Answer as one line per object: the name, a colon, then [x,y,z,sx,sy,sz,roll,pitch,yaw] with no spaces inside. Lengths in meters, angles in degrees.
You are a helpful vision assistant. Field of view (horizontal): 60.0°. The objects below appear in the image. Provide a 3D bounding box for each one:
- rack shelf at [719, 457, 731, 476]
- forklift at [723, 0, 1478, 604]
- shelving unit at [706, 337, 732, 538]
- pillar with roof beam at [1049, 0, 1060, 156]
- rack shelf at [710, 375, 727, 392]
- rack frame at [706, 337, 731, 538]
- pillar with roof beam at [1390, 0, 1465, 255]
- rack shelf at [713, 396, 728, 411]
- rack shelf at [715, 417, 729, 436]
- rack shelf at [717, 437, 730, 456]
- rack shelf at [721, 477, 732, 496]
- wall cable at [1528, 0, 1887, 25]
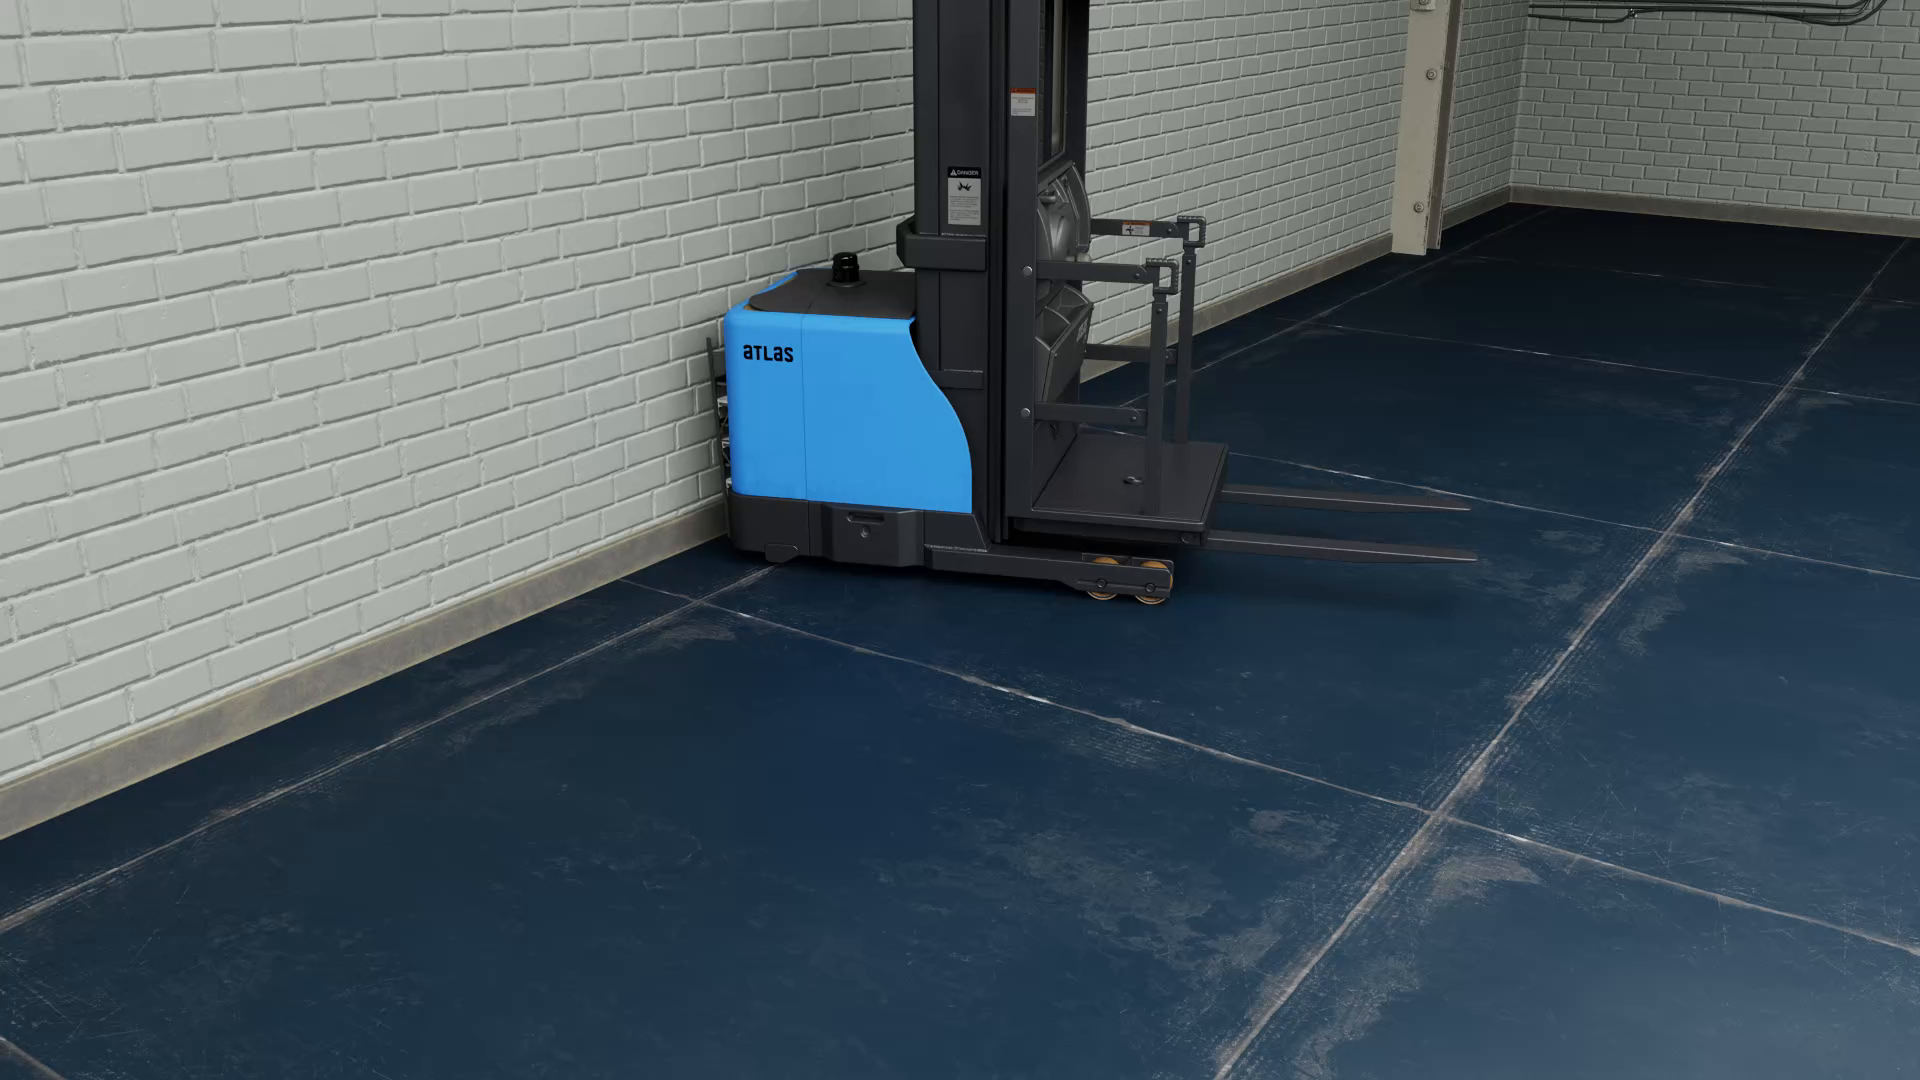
rack shelf: [-0.881,-0.325,7.214,0.258,0.077,0.200,10,22,35]
forklift: [0.606,-1.324,6.618,3.031,2.935,1.130,5,21,13]
shelving unit: [-0.888,-0.442,7.176,0.258,0.900,0.210,10,22,35]
pillar with roof beam: [3.941,-4.060,5.269,9.100,9.000,0.400,13,24,32]
rack shelf: [-0.901,-0.666,7.103,0.258,0.077,0.200,10,22,35]
rack frame: [-0.948,-0.413,7.099,0.240,0.900,0.006,10,22,35]
pillar with roof beam: [7.314,-5.781,9.923,9.100,9.000,0.400,13,24,32]
rack shelf: [-0.896,-0.581,7.131,0.258,0.077,0.200,10,22,35]
rack shelf: [-0.891,-0.495,7.158,0.258,0.077,0.200,10,22,35]
rack shelf: [-0.886,-0.410,7.186,0.258,0.077,0.200,10,22,35]
rack shelf: [-0.875,-0.239,7.242,0.258,0.077,0.200,10,22,35]
wall cable: [6.503,-5.752,14.319,3.097,2.526,0.112,13,24,32]
